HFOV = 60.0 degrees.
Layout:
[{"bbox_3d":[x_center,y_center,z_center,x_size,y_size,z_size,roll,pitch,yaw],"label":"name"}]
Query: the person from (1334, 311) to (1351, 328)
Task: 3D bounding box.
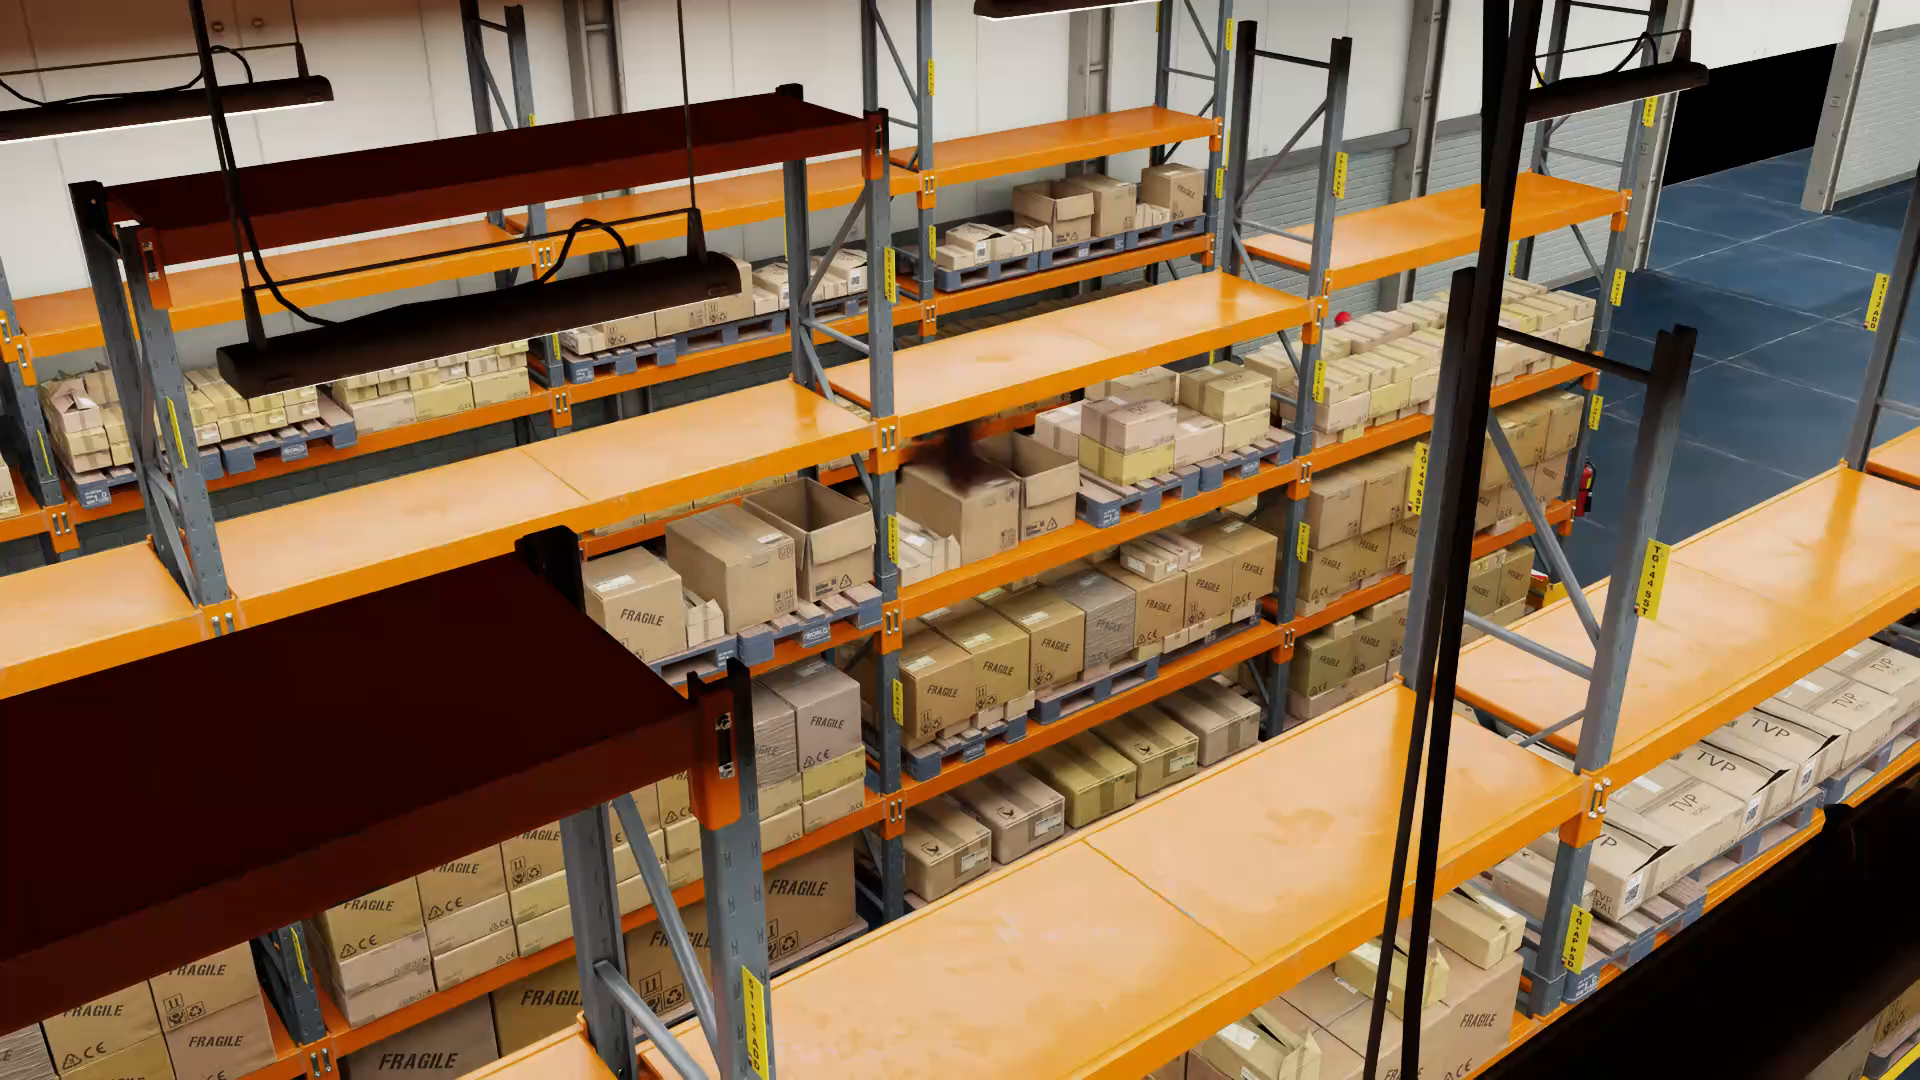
[{"bbox_3d":[4.575,-1.910,20.035,1.090,1.746,0.477,20,32,34],"label":"person"}]
